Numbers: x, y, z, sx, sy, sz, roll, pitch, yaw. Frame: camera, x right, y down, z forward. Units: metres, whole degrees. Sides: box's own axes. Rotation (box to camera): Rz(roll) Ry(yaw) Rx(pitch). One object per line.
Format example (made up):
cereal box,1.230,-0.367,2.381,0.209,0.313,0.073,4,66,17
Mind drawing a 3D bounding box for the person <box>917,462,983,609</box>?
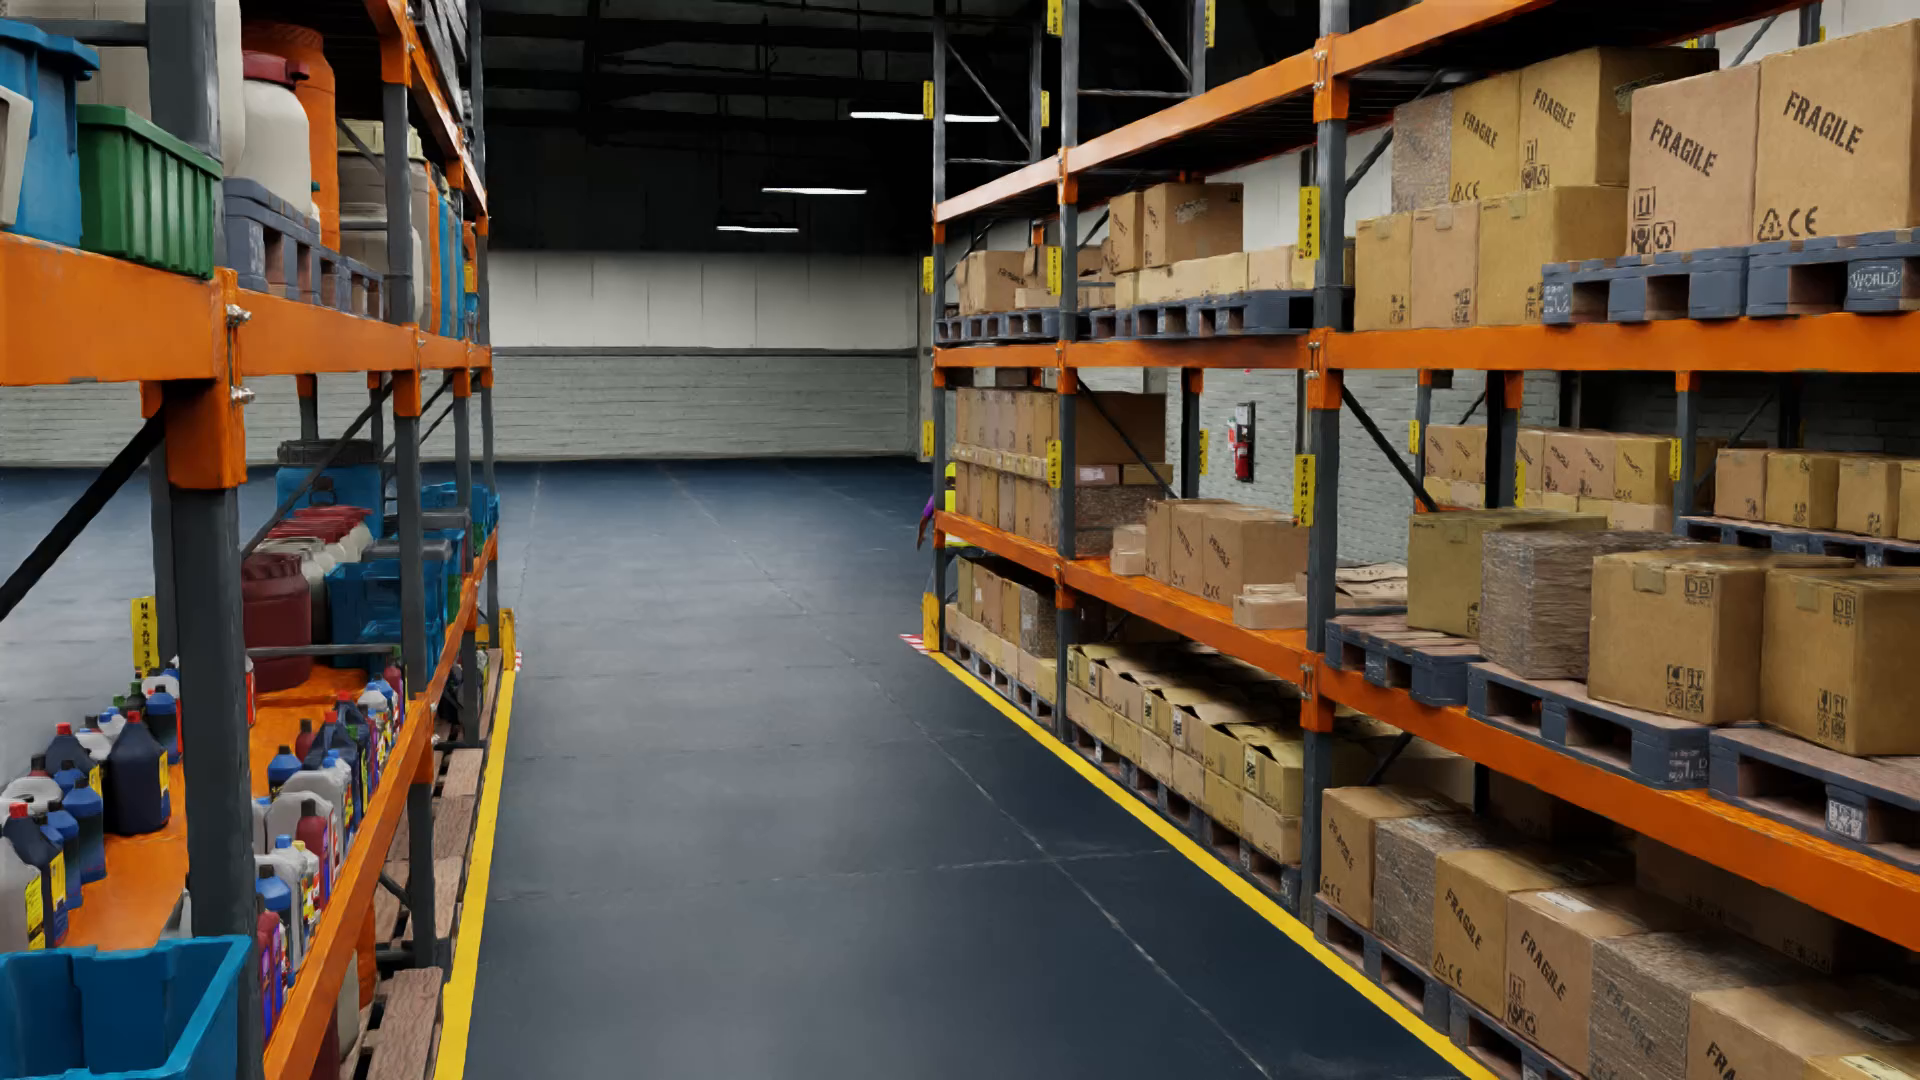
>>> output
person,-0.044,-0.025,17.881,0.894,1.612,0.536,2,6,15
